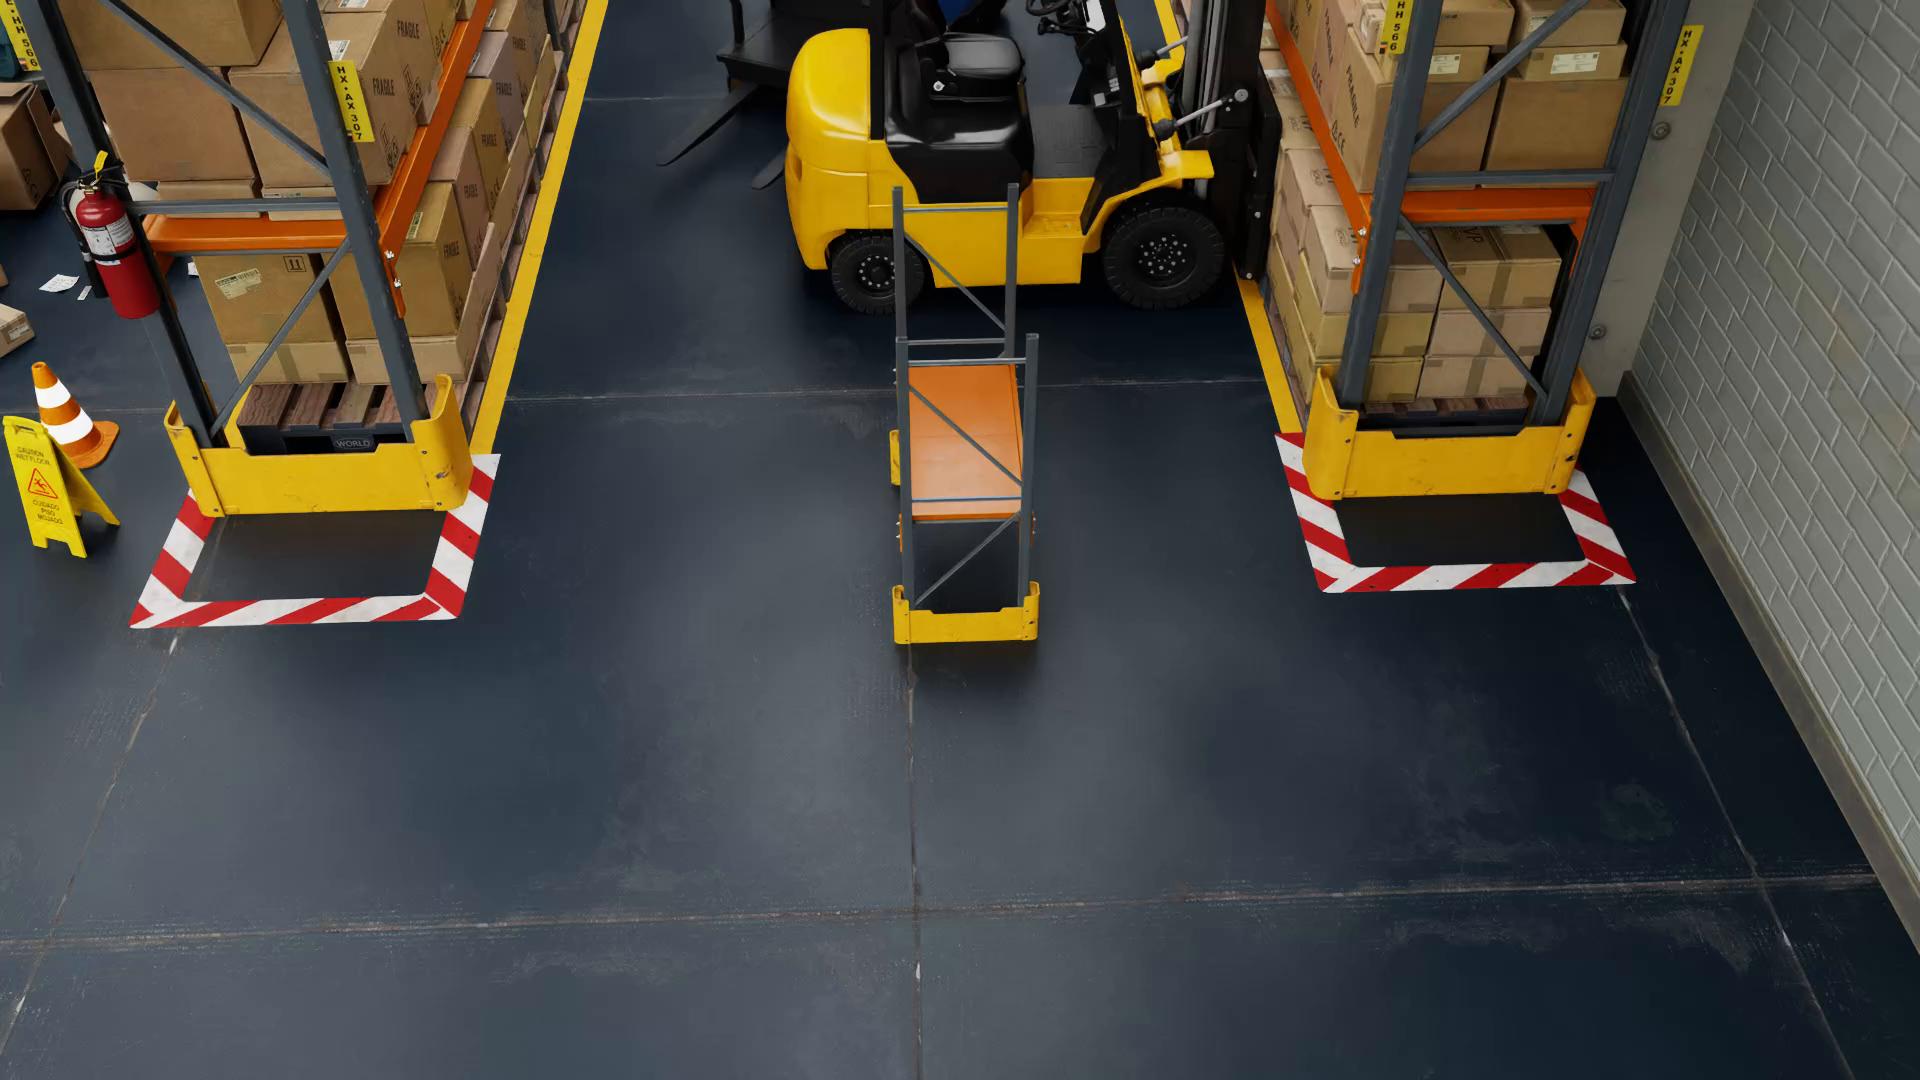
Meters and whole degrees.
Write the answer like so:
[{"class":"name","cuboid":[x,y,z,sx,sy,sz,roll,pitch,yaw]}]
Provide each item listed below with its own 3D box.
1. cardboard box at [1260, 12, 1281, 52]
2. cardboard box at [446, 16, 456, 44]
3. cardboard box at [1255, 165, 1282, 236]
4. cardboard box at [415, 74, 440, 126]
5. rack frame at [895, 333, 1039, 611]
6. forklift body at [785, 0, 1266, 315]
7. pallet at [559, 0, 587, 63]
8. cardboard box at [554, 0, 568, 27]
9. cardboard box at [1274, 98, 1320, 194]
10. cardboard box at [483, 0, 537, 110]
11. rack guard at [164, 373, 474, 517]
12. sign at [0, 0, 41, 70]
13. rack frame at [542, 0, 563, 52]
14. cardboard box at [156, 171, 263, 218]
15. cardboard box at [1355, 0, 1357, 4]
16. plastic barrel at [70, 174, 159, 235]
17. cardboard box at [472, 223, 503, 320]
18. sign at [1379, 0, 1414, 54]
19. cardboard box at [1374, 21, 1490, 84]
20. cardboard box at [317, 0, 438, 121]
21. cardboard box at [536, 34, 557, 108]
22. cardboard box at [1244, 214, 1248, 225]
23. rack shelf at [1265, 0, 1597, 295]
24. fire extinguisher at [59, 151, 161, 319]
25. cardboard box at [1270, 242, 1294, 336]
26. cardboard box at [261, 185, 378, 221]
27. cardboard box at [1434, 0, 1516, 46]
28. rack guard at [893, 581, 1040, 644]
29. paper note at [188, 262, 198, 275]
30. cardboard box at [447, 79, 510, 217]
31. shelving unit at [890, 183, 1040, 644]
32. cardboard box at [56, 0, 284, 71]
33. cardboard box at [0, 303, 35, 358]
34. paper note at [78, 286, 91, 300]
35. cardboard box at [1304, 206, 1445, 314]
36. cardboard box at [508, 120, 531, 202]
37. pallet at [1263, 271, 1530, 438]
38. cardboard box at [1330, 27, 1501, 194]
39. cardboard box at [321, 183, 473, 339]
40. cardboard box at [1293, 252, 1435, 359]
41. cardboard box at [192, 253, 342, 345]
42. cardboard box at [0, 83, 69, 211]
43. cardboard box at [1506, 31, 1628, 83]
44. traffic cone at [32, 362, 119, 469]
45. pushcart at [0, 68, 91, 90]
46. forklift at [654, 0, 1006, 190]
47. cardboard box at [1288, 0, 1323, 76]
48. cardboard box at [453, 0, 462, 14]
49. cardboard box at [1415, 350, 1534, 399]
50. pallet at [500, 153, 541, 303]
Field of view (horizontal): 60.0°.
[{"class":"cardboard box","cuboid":[1.741,-2.626,8.879,0.500,0.250,0.500,0,43,0]},{"class":"cardboard box","cuboid":[-2.624,-2.484,7.926,0.380,0.149,0.250,-3,43,-3]},{"class":"cardboard box","cuboid":[1.774,-1.765,8.309,0.500,0.250,0.500,-3,43,-3]},{"class":"cardboard box","cuboid":[-2.527,-1.955,7.348,0.380,0.149,0.250,-1,43,-1]},{"class":"rack frame","cuboid":[0.025,-0.152,6.306,0.500,1.500,0.032,-2,43,-2]},{"class":"forklift body","cuboid":[0.257,-2.348,8.219,2.313,2.155,1.214,-2,43,-2]},{"class":"pallet","cuboid":[-3.003,-3.486,10.897,1.003,0.211,1.213,-2,43,-2]},{"class":"cardboard box","cuboid":[-2.994,-3.528,10.513,0.950,0.372,0.625,-1,43,-1]},{"class":"cardboard box","cuboid":[1.770,-1.929,8.119,0.500,0.250,0.500,-1,43,-1]},{"class":"cardboard box","cuboid":[-2.652,-2.671,9.113,0.500,0.500,0.500,-1,43,-1]},{"class":"rack guard","cuboid":[-2.802,-0.418,7.336,1.175,0.500,0.348,-2,43,-2]},{"class":"sign","cuboid":[-3.354,-1.829,5.934,0.100,0.325,0.005,-2,43,-2]},{"class":"rack frame","cuboid":[-2.969,-3.988,9.381,1.000,3.000,0.127,-2,43,-2]},{"class":"cardboard box","cuboid":[-3.029,-1.441,6.789,0.380,0.149,0.250,0,43,0]},{"class":"cardboard box","cuboid":[1.875,-2.283,6.967,0.380,0.149,0.250,-1,43,-1]},{"class":"plastic barrel","cuboid":[-4.399,-1.689,8.779,0.512,0.421,0.421,27,49,27]},{"class":"cardboard box","cuboid":[-2.571,-1.326,8.201,0.500,0.250,0.500,0,43,0]},{"class":"sign","cuboid":[1.617,-1.941,6.115,0.100,0.325,0.005,-2,43,-2]},{"class":"cardboard box","cuboid":[1.865,-1.935,6.587,0.380,0.149,0.250,-1,43,-1]},{"class":"cardboard box","cuboid":[-2.567,-2.112,7.040,0.500,0.500,0.500,0,43,0]},{"class":"cardboard box","cuboid":[-2.675,-2.738,9.741,0.500,0.250,0.500,0,43,0]},{"class":"cardboard box","cuboid":[1.756,-1.906,8.834,0.500,0.250,0.500,0,43,0]},{"class":"rack shelf","cuboid":[2.075,-2.518,8.309,1.077,0.370,4.000,-2,43,-2]},{"class":"fire extinguisher","cuboid":[-3.255,-1.169,6.362,0.296,0.674,0.183,-2,43,-2]},{"class":"cardboard box","cuboid":[1.813,-1.218,8.083,0.500,0.250,0.500,-2,43,-2]},{"class":"cardboard box","cuboid":[-2.607,-1.430,6.777,0.380,0.149,0.250,-1,43,-2]},{"class":"cardboard box","cuboid":[1.934,-2.054,6.497,0.380,0.149,0.250,-2,43,-2]},{"class":"rack guard","cuboid":[0.024,0.296,6.743,0.587,0.250,0.087,-2,43,-2]},{"class":"paper note","cuboid":[-4.014,-1.451,8.810,0.142,0.019,0.148,-16,45,-16]},{"class":"cardboard box","cuboid":[-2.598,-1.966,8.344,0.500,0.500,0.500,-1,43,-1]},{"class":"shelving unit","cuboid":[0.003,-0.501,6.687,0.587,1.500,1.083,-2,43,-2]},{"class":"cardboard box","cuboid":[-3.039,-2.141,6.332,0.700,0.500,0.500,-3,43,-3]},{"class":"cardboard box","cuboid":[-4.873,-1.063,8.300,0.380,0.149,0.250,19,46,20]},{"class":"paper note","cuboid":[-4.550,-1.285,8.645,0.032,0.001,0.123,-2,43,-2]},{"class":"cardboard box","cuboid":[1.829,-1.244,7.372,0.500,0.250,0.500,0,43,0]},{"class":"cardboard box","cuboid":[-2.626,-2.035,8.975,0.500,0.250,0.500,-1,43,-1]},{"class":"pallet","cuboid":[2.086,-0.920,8.097,1.003,0.211,1.213,-2,43,-2]},{"class":"cardboard box","cuboid":[1.877,-1.794,6.914,0.500,0.500,0.500,-3,43,-3]},{"class":"cardboard box","cuboid":[-2.559,-1.274,7.589,0.500,0.500,0.500,-3,43,-3]},{"class":"cardboard box","cuboid":[1.827,-1.078,7.560,0.500,0.250,0.500,-2,43,-2]},{"class":"cardboard box","cuboid":[-3.094,-1.239,7.551,0.500,0.500,0.500,-1,43,-2]},{"class":"cardboard box","cuboid":[-5.451,-2.162,9.136,0.797,0.637,0.503,-2,43,-2]},{"class":"cardboard box","cuboid":[2.405,-1.945,6.598,0.380,0.149,0.250,-3,43,-3]},{"class":"traffic cone","cuboid":[-4.106,-0.606,7.569,0.336,0.463,0.334,-2,43,-2]},{"class":"pushcart","cuboid":[-5.245,-2.922,10.159,1.648,0.377,0.936,-16,45,-16]},{"class":"forklift","cuboid":[-0.763,-3.836,9.266,1.130,2.935,3.031,17,45,18]},{"class":"cardboard box","cuboid":[1.842,-2.491,7.673,0.500,0.500,0.500,-2,43,-3]},{"class":"cardboard box","cuboid":[-2.620,-2.799,7.789,0.500,0.500,0.500,-2,43,-3]},{"class":"cardboard box","cuboid":[2.335,-0.911,7.748,0.500,0.250,0.500,-1,43,-2]},{"class":"pallet","cuboid":[-2.850,-1.682,8.929,1.003,0.211,1.213,-2,43,-2]}]
